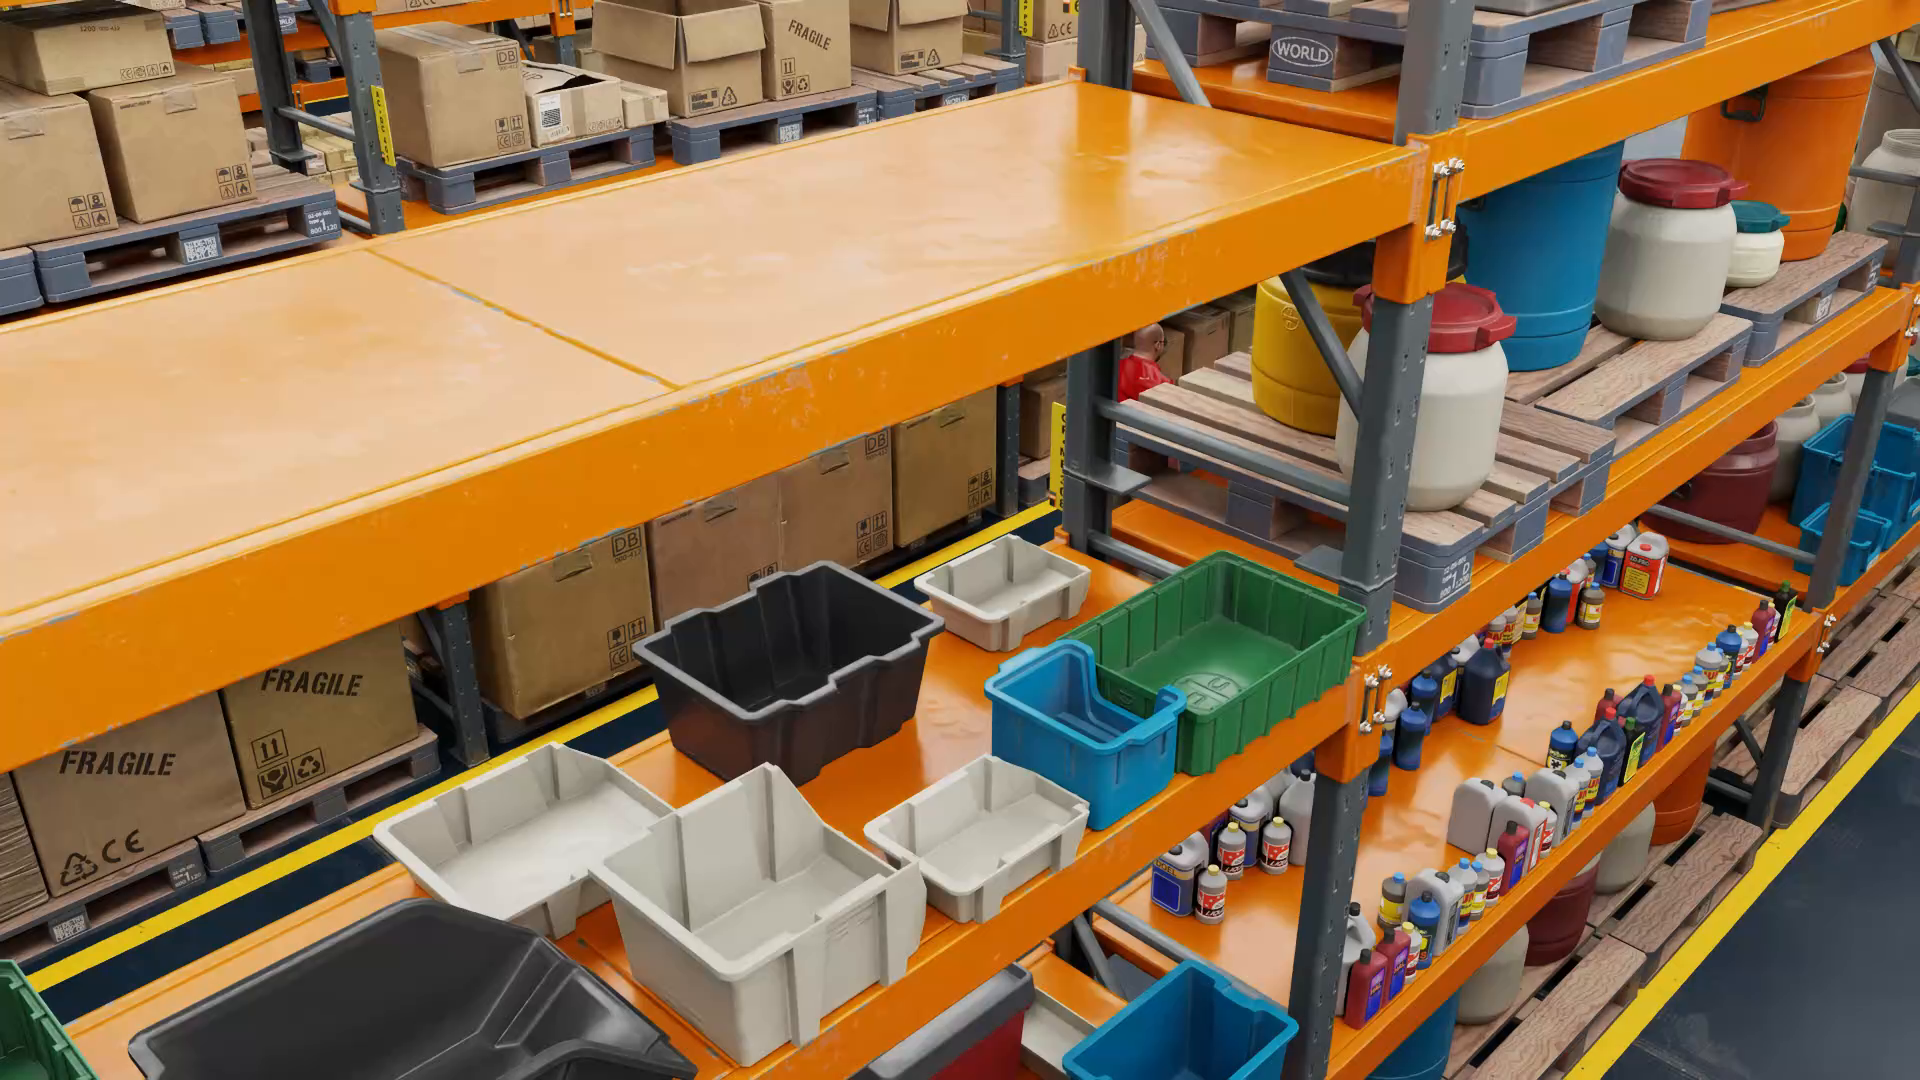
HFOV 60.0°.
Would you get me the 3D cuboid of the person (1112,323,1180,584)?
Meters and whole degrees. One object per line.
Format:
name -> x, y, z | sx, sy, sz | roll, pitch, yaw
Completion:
person -> 1.049, -0.449, 9.789 | 0.393, 1.727, 0.586 | -25, 36, -39
